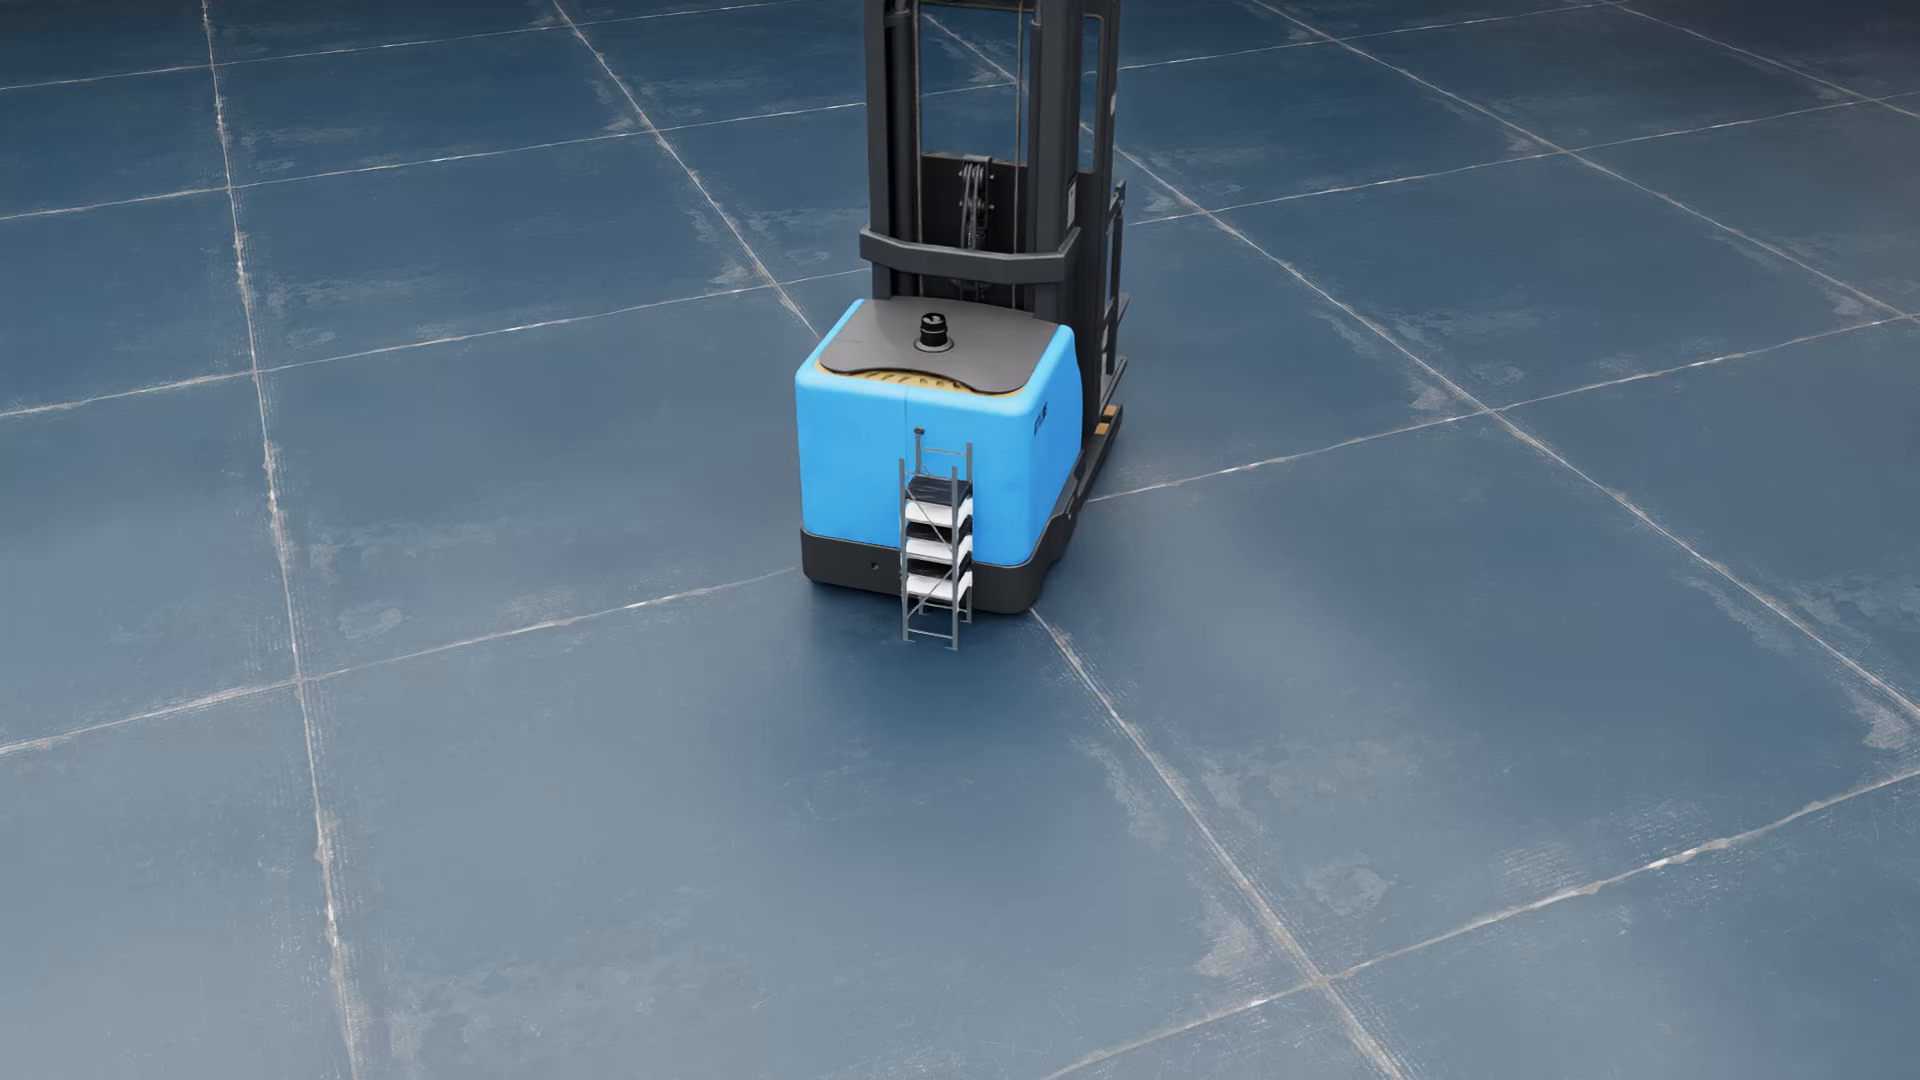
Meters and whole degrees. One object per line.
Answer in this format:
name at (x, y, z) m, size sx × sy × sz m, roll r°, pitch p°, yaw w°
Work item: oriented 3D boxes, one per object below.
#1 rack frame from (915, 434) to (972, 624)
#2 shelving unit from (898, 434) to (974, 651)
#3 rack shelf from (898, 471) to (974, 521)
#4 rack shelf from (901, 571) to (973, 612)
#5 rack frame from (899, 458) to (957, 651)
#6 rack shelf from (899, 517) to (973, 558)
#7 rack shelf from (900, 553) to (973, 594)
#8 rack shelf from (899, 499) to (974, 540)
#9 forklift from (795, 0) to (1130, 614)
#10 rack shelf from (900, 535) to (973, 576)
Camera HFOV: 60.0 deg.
rack frame at (-0.067, -0.035, 6.979) m, size 0.240 × 0.900 × 0.006 m, roll 10°, pitch 34°, yaw 14°
shelving unit at (-0.096, 0.018, 6.897) m, size 0.258 × 0.900 × 0.210 m, roll 10°, pitch 34°, yaw 14°
rack shelf at (-0.096, -0.180, 6.768) m, size 0.258 × 0.077 × 0.200 m, roll 10°, pitch 34°, yaw 14°
rack shelf at (-0.096, 0.197, 7.014) m, size 0.258 × 0.077 × 0.200 m, roll 10°, pitch 34°, yaw 14°
rack frame at (-0.126, 0.071, 6.816) m, size 0.240 × 0.900 × 0.006 m, roll 10°, pitch 34°, yaw 14°
rack shelf at (-0.096, -0.030, 6.866) m, size 0.258 × 0.077 × 0.200 m, roll 10°, pitch 34°, yaw 14°
rack shelf at (-0.096, 0.121, 6.965) m, size 0.258 × 0.077 × 0.200 m, roll 10°, pitch 34°, yaw 14°
rack shelf at (-0.096, -0.105, 6.817) m, size 0.258 × 0.077 × 0.200 m, roll 10°, pitch 34°, yaw 14°
forklift at (0.209, -1.710, 7.690) m, size 1.130 × 2.935 × 3.031 m, roll 9°, pitch 34°, yaw 14°
rack shelf at (-0.096, 0.046, 6.916) m, size 0.258 × 0.077 × 0.200 m, roll 10°, pitch 34°, yaw 14°
